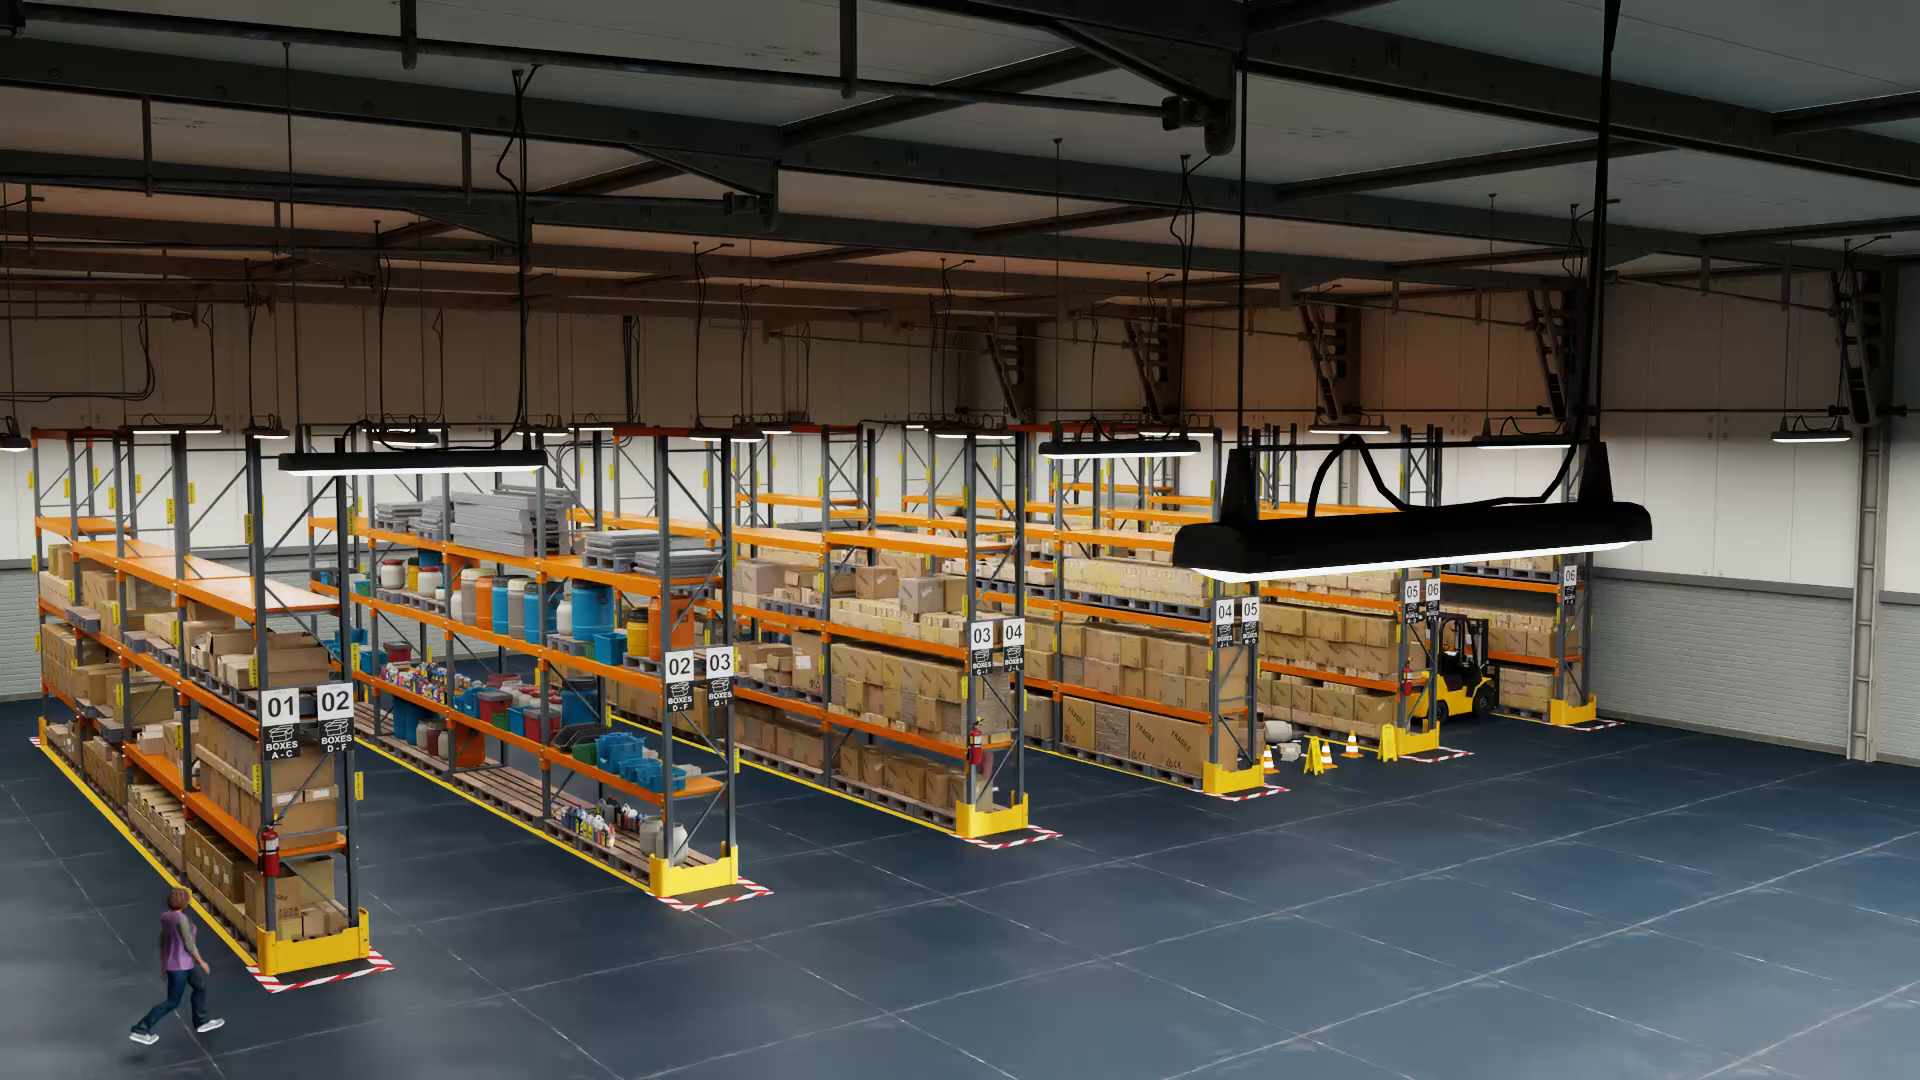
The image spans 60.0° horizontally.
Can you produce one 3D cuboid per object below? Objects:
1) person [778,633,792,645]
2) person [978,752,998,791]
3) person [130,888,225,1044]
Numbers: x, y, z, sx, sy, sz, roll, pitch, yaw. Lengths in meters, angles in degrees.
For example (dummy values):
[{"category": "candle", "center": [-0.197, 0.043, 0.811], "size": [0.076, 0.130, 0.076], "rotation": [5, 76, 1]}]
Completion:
[{"category": "person", "center": [-4.390, 2.177, 42.173], "size": [0.594, 1.825, 0.405], "rotation": [-1, 5, -16]}, {"category": "person", "center": [0.466, 3.355, 27.603], "size": [0.316, 1.714, 0.538], "rotation": [-2, 5, -26]}, {"category": "person", "center": [-7.838, 4.259, 16.626], "size": [0.930, 1.505, 0.413], "rotation": [-4, 6, -39]}]
